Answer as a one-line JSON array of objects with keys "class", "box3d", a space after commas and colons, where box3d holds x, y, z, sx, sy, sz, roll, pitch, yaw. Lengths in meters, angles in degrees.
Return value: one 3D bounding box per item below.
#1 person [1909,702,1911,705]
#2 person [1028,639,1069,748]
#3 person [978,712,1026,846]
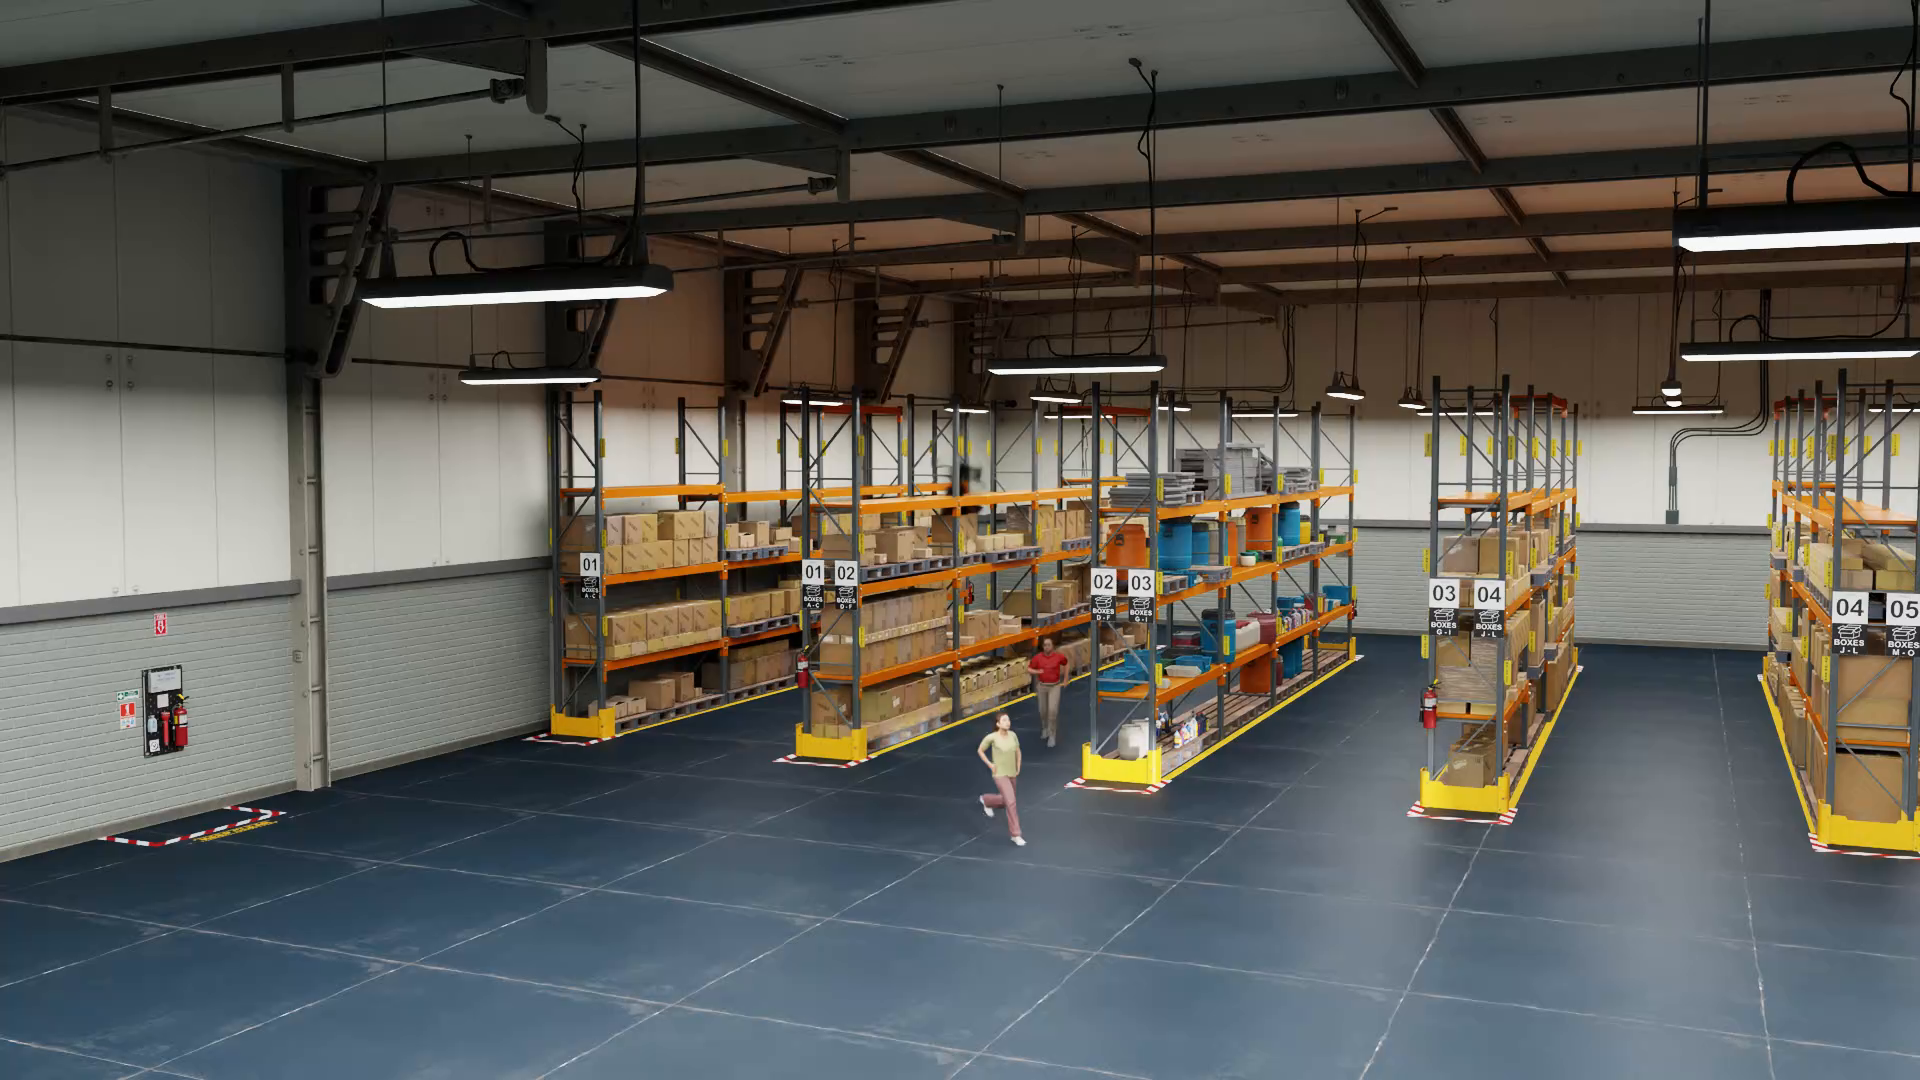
[{"class": "person", "box3d": [18.470, 2.390, 32.203, 0.560, 1.708, 0.745, 2, 4, 26]}, {"class": "person", "box3d": [1.484, 2.549, 28.036, 0.664, 1.793, 0.847, 1, 3, 12]}, {"class": "person", "box3d": [0.544, 3.024, 21.335, 0.560, 1.653, 0.996, -2, 4, -38]}]
